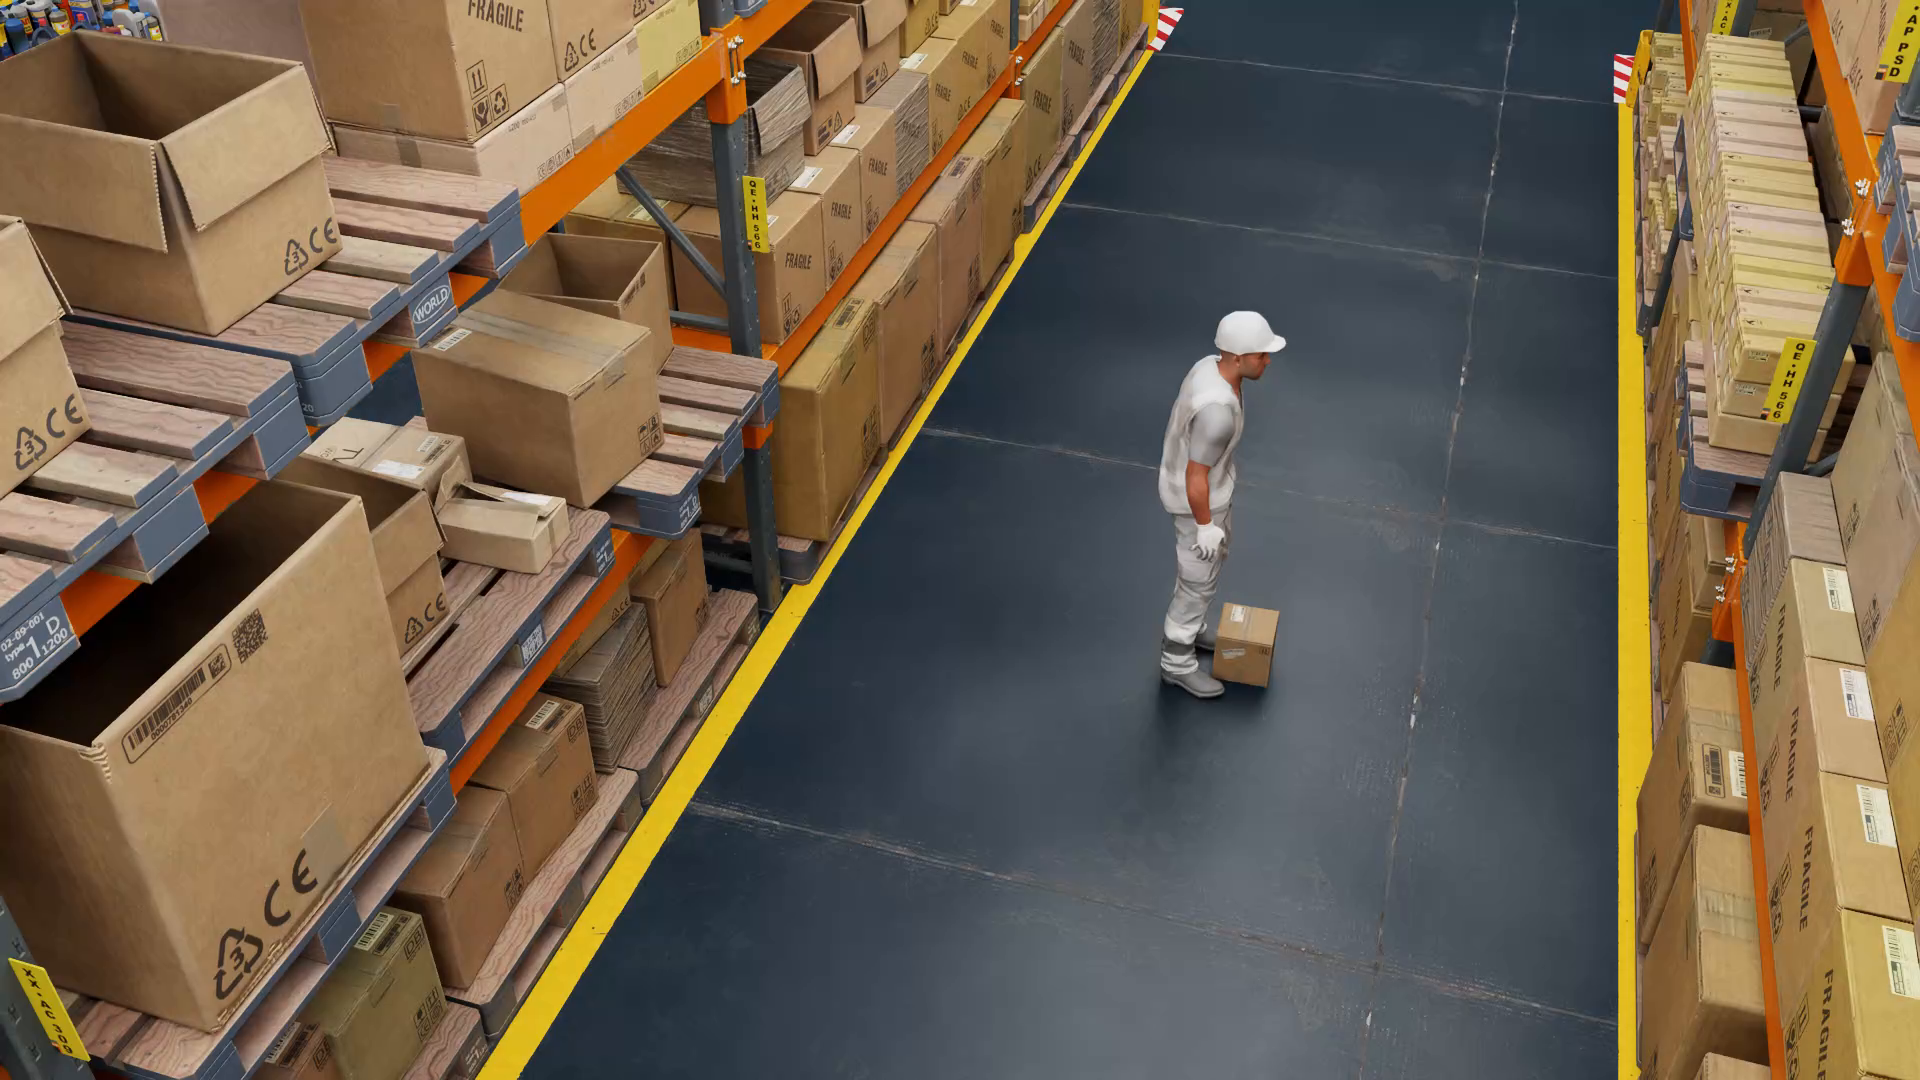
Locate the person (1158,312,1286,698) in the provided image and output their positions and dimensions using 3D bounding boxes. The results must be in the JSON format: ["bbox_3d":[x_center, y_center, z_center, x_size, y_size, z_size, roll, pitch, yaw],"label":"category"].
[{"bbox_3d":[1.075,-0.180,7.121,0.453,1.778,0.616,8,38,11],"label":"person"}]
